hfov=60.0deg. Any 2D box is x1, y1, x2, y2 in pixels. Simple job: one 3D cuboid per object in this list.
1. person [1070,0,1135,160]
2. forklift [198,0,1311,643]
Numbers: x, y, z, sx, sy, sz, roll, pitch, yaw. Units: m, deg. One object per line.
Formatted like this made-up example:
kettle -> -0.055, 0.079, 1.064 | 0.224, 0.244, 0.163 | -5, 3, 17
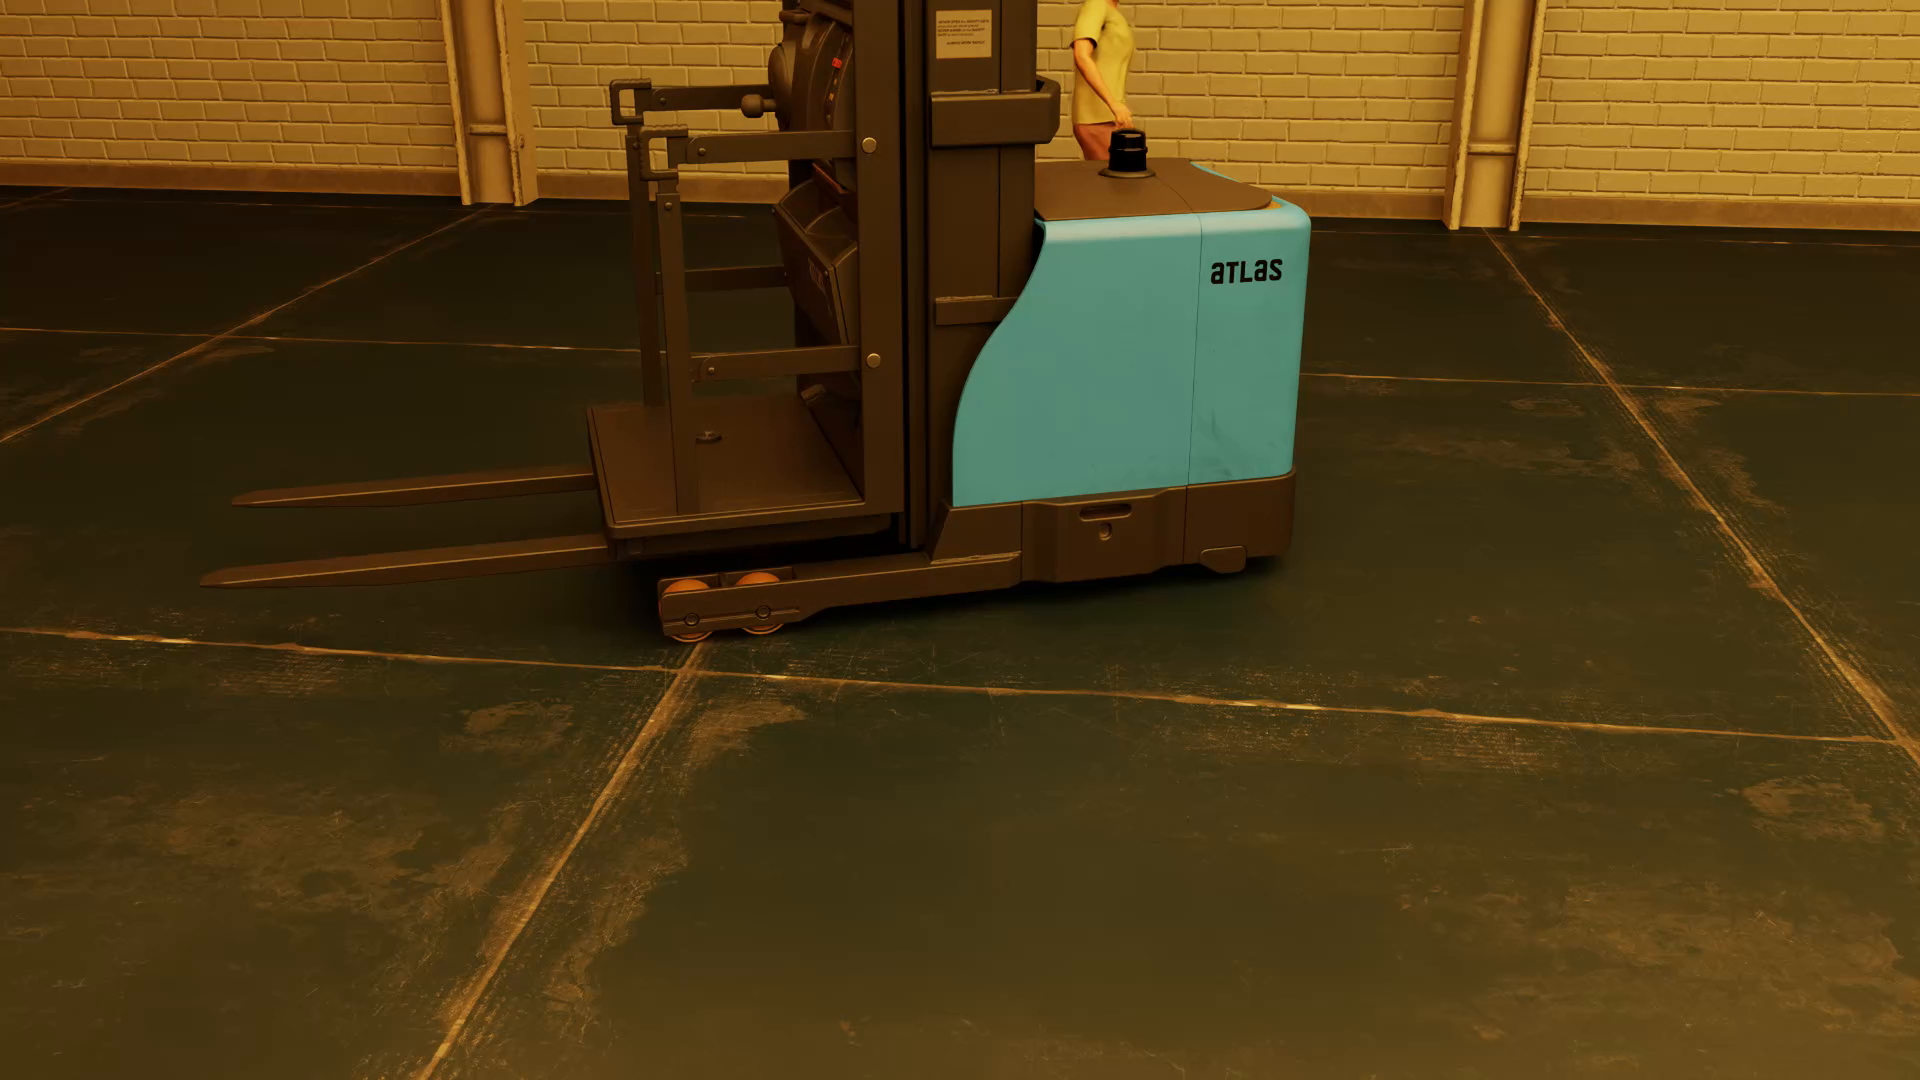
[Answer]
person -> 0.738, -1.938, 7.796 | 0.482, 1.647, 0.651 | 0, 22, 1
forklift -> -0.588, -1.301, 4.485 | 3.031, 2.935, 1.130 | -6, 23, -14
